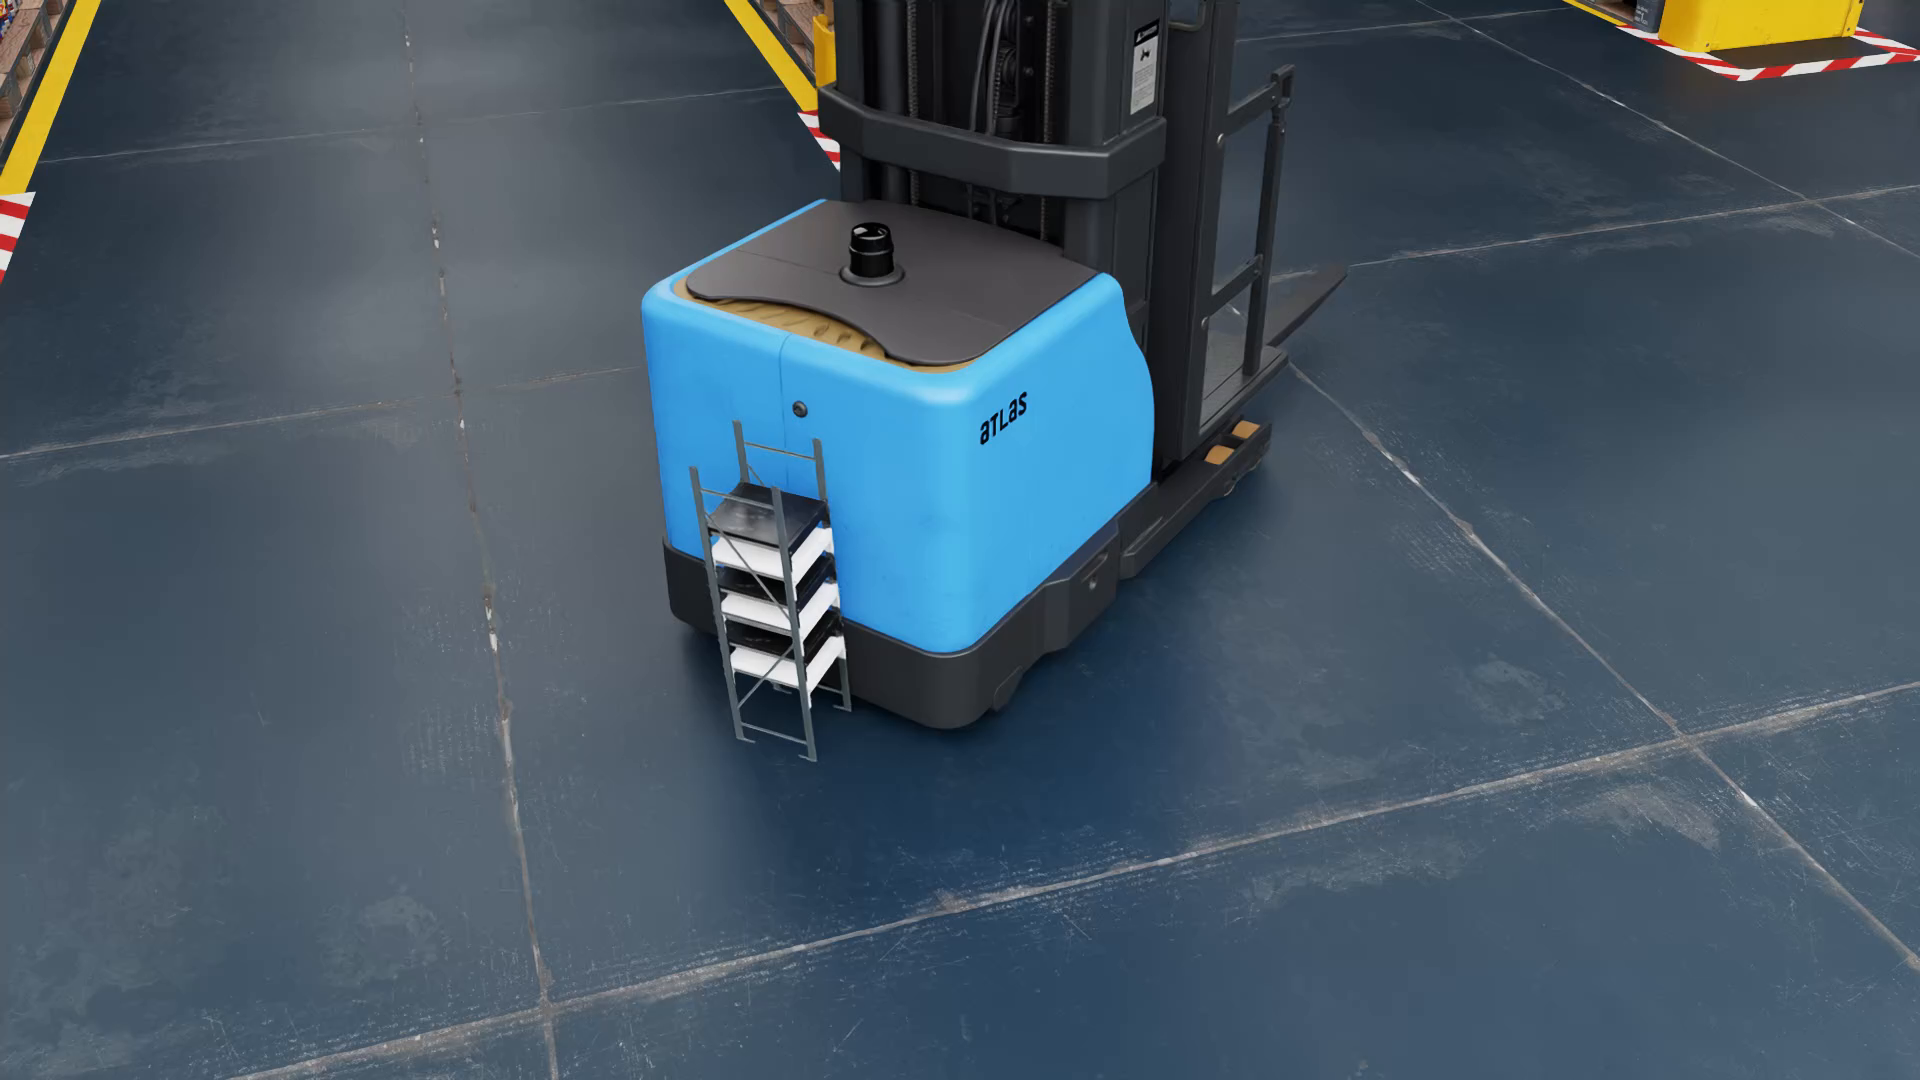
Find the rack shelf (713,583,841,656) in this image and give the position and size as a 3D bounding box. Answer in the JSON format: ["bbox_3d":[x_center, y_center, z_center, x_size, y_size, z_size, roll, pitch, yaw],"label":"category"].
[{"bbox_3d":[-0.462,0.172,4.218,0.258,0.077,0.200,14,42,20],"label":"rack shelf"}]

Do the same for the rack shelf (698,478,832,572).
[{"bbox_3d":[-0.473,-0.038,4.049,0.258,0.077,0.200,14,42,20],"label":"rack shelf"}]

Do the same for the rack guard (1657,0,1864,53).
[{"bbox_3d":[4.645,-3.151,9.566,1.175,0.500,0.348,-10,35,-15],"label":"rack guard"}]

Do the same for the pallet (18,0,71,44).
[{"bbox_3d":[-5.888,-3.170,9.856,1.003,0.211,1.213,-10,35,-15],"label":"pallet"}]

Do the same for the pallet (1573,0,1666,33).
[{"bbox_3d":[4.320,-3.450,10.280,1.003,0.211,1.213,-10,35,-15],"label":"pallet"}]

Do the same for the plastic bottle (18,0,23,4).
[{"bbox_3d":[-5.425,-3.211,9.393,0.144,0.351,0.185,-10,35,-15],"label":"plastic bottle"}]

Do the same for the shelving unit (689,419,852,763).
[{"bbox_3d":[-0.463,0.146,4.197,0.258,0.900,0.210,14,42,20],"label":"shelving unit"}]

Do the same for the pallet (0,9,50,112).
[{"bbox_3d":[-5.512,-2.528,8.885,1.003,0.211,1.213,-10,35,-15],"label":"pallet"}]

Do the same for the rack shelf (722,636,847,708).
[{"bbox_3d":[-0.455,0.312,4.330,0.258,0.077,0.200,14,42,20],"label":"rack shelf"}]

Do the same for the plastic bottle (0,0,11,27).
[{"bbox_3d":[-5.255,-2.898,9.054,0.097,0.201,0.097,0,33,0],"label":"plastic bottle"}]

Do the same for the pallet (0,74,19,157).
[{"bbox_3d":[-5.144,-1.889,7.917,1.003,0.211,1.213,-10,35,-15],"label":"pallet"}]

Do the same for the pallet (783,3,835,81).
[{"bbox_3d":[-0.354,-2.735,9.197,1.003,0.211,1.213,-10,35,-15],"label":"pallet"}]

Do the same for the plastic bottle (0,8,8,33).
[{"bbox_3d":[-5.225,-2.875,8.956,0.097,0.271,0.097,0,33,0],"label":"plastic bottle"}]

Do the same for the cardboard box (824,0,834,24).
[{"bbox_3d":[-0.506,-3.197,9.254,0.500,0.500,0.500,-1,33,-2],"label":"cardboard box"}]

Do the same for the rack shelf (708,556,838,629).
[{"bbox_3d":[-0.466,0.102,4.162,0.258,0.077,0.200,14,42,20],"label":"rack shelf"}]

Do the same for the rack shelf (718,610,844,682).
[{"bbox_3d":[-0.458,0.242,4.274,0.258,0.077,0.200,14,42,20],"label":"rack shelf"}]

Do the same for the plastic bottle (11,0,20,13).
[{"bbox_3d":[-5.380,-3.094,9.283,0.152,0.276,0.135,-9,35,-14],"label":"plastic bottle"}]

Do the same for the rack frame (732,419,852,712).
[{"bbox_3d":[-0.422,0.087,4.268,0.240,0.900,0.006,14,42,20],"label":"rack frame"}]

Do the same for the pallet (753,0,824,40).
[{"bbox_3d":[-0.722,-3.374,10.165,1.003,0.211,1.213,-10,35,-15],"label":"pallet"}]

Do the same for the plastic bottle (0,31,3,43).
[{"bbox_3d":[-5.141,-2.769,8.785,0.061,0.283,0.133,-9,35,-14],"label":"plastic bottle"}]

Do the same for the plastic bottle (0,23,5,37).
[{"bbox_3d":[-5.194,-2.822,8.876,0.097,0.271,0.097,0,33,0],"label":"plastic bottle"}]

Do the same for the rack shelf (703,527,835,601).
[{"bbox_3d":[-0.469,0.032,4.105,0.258,0.077,0.200,14,42,20],"label":"rack shelf"}]

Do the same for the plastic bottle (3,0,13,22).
[{"bbox_3d":[-5.286,-2.981,9.117,0.097,0.271,0.097,0,33,0],"label":"plastic bottle"}]

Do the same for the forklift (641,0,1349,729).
[{"bbox_3d":[0.391,-1.498,4.858,1.130,2.935,3.031,20,38,27],"label":"forklift"}]

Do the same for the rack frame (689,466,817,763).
[{"bbox_3d":[-0.505,0.206,4.126,0.240,0.900,0.006,14,42,20],"label":"rack frame"}]

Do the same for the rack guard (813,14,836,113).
[{"bbox_3d":[-0.139,-2.423,8.463,1.175,0.500,0.348,-10,35,-15],"label":"rack guard"}]

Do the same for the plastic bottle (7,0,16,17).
[{"bbox_3d":[-5.317,-3.006,9.217,0.097,0.201,0.097,0,33,0],"label":"plastic bottle"}]
